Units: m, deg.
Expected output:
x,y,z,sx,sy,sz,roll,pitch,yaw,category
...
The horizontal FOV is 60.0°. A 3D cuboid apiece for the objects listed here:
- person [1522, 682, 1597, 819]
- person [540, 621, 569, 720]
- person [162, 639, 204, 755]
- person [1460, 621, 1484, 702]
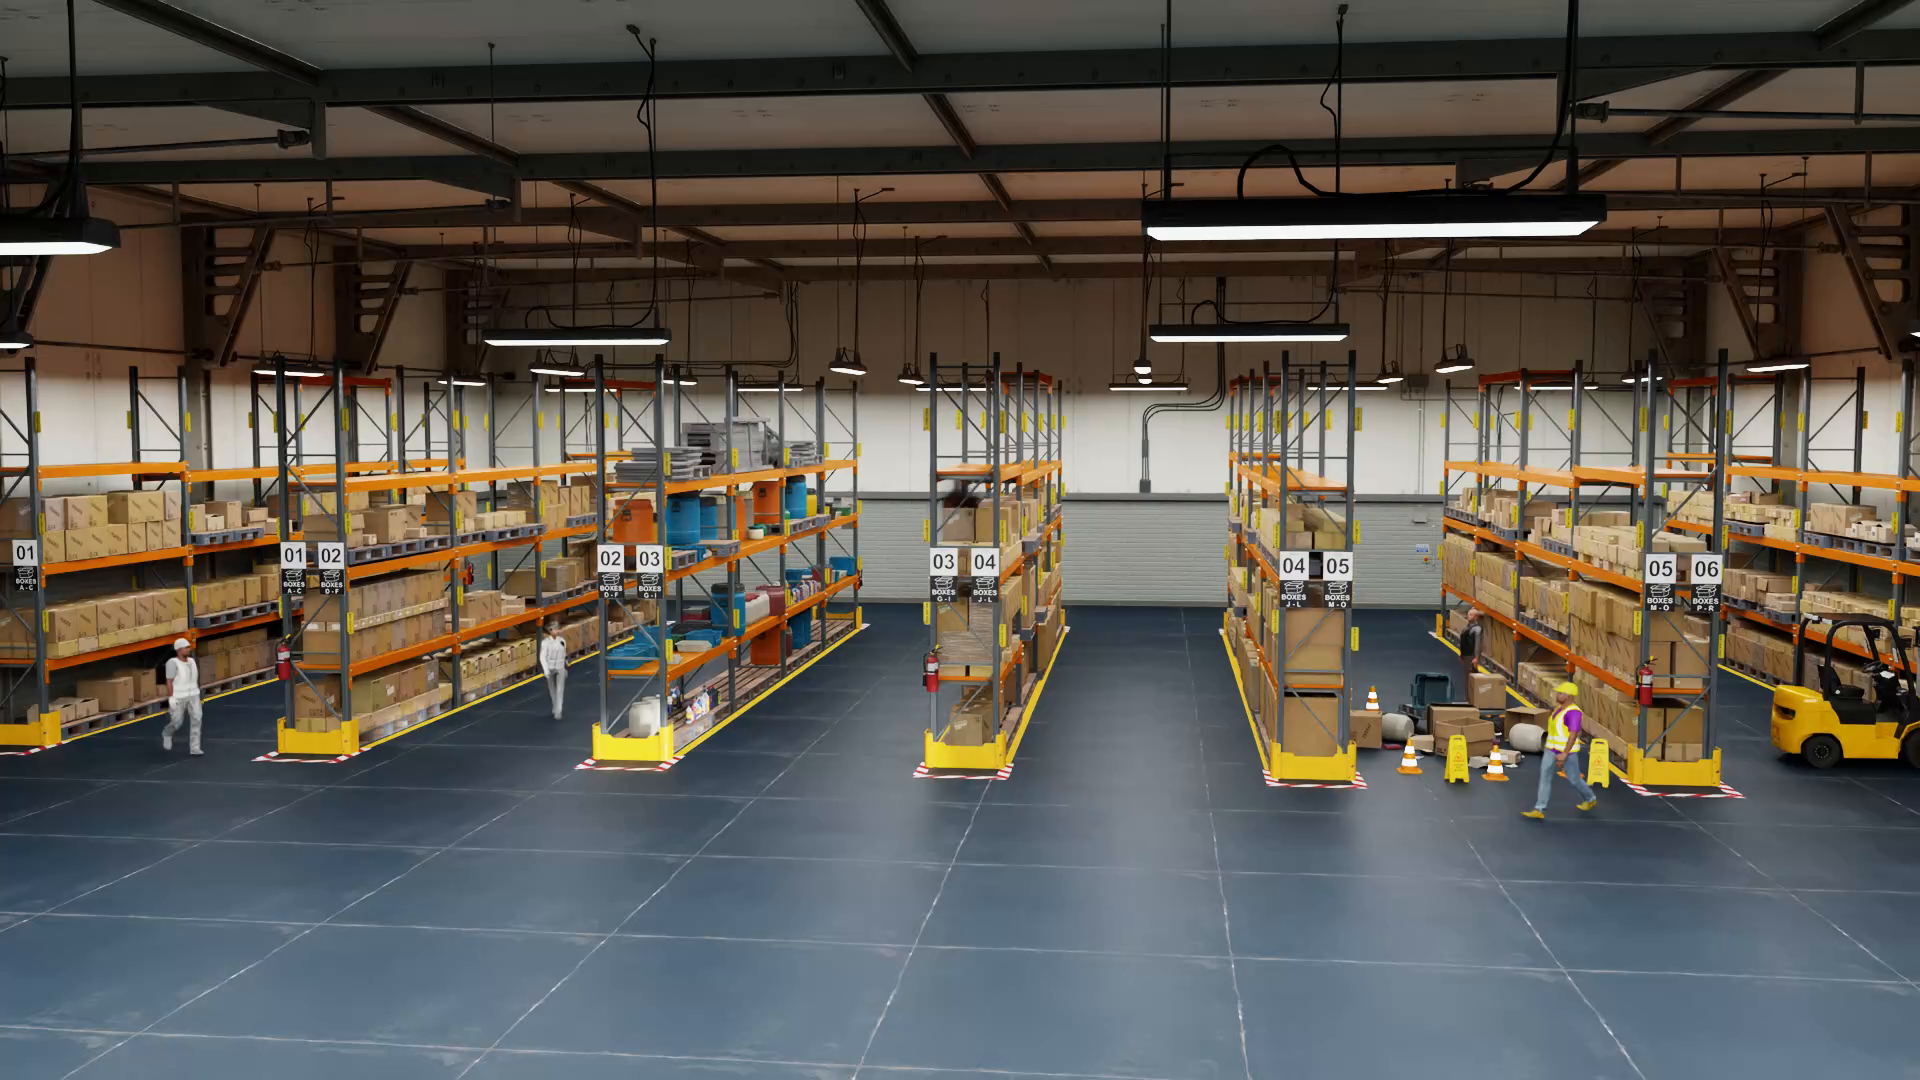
x,y,z,sx,sy,sz,roll,pitch,yaw,category
7.642,2.660,21.017,1.055,1.728,0.513,-3,5,-35,person
-6.859,2.181,28.120,0.438,1.636,1.022,0,4,-2,person
-11.715,2.354,25.069,0.799,1.755,0.581,4,5,42,person
9.001,2.177,29.353,0.453,1.520,0.549,1,4,19,person
